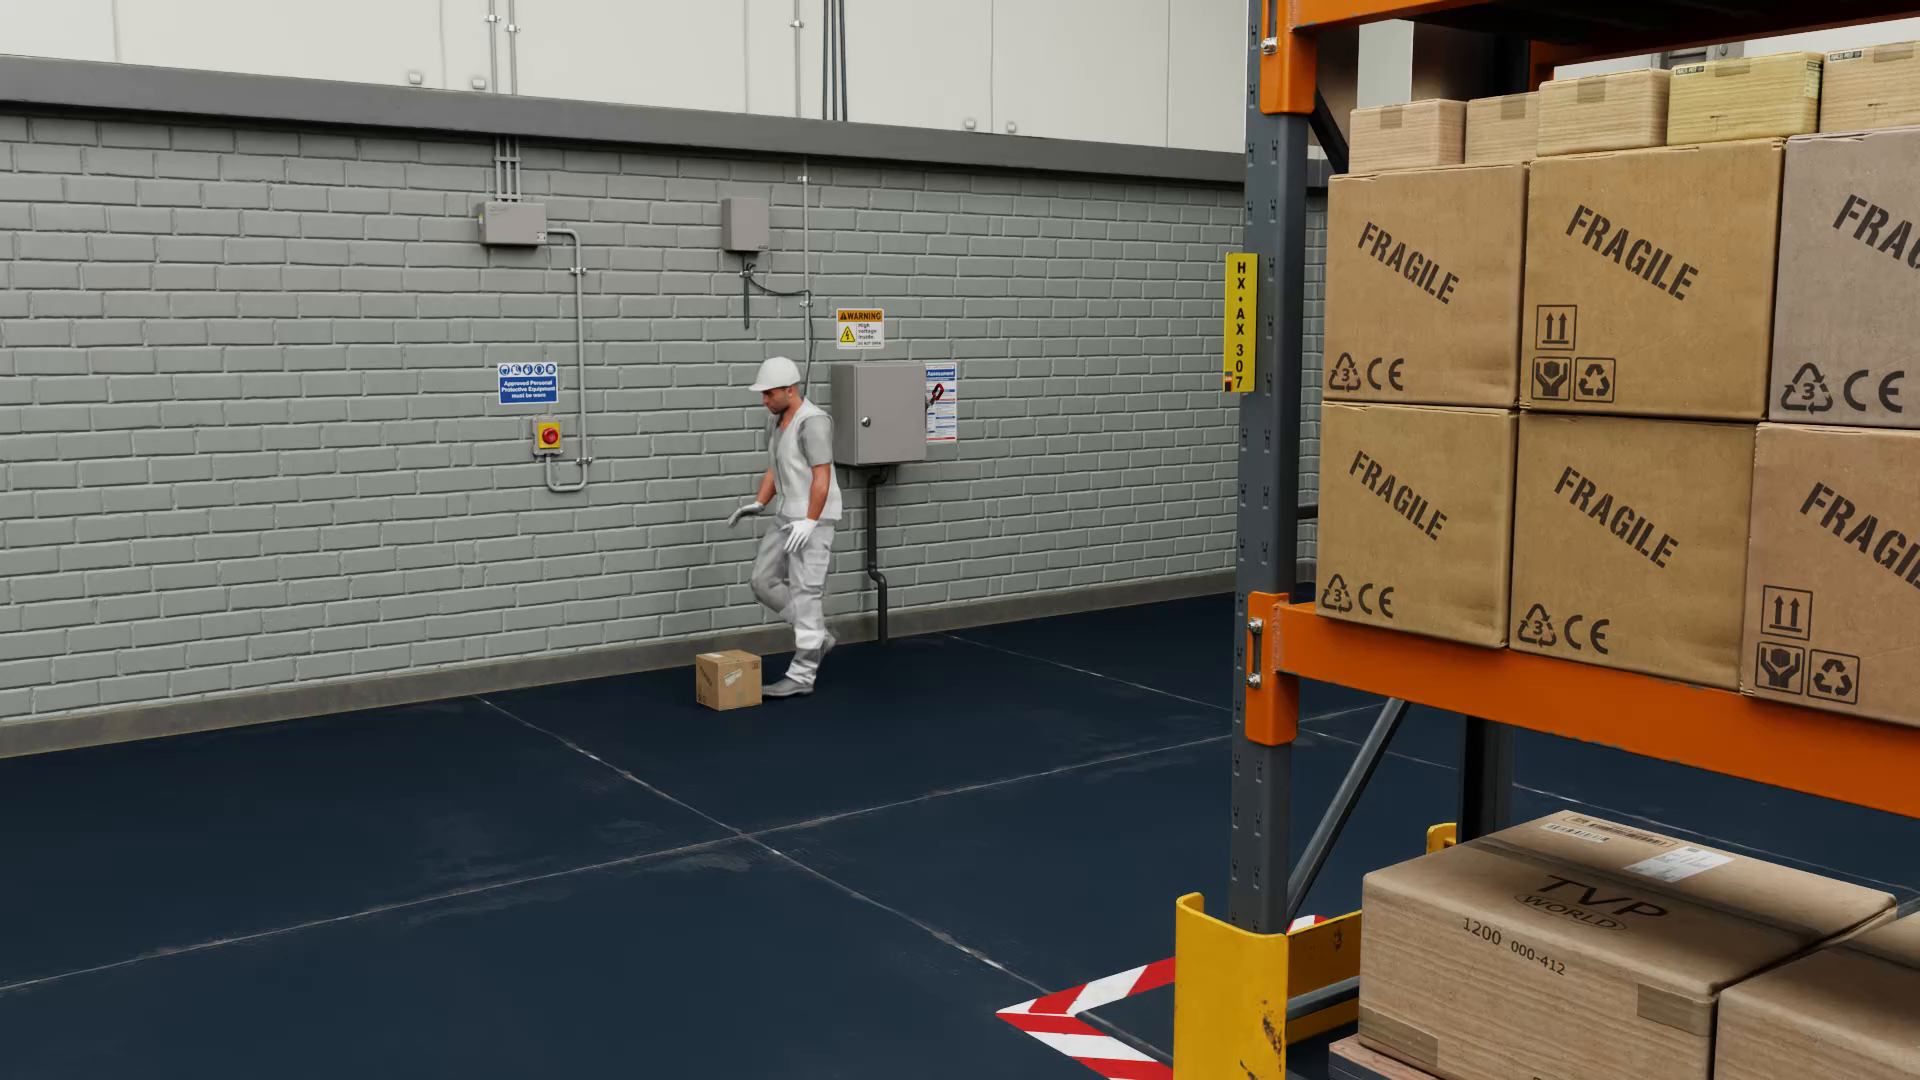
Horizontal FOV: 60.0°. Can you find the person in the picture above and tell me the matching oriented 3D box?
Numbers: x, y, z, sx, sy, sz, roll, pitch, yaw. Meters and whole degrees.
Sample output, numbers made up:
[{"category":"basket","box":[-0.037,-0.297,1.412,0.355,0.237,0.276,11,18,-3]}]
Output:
[{"category":"person","box":[-0.884,-0.073,8.741,0.589,1.775,0.544,-4,9,-29]}]
